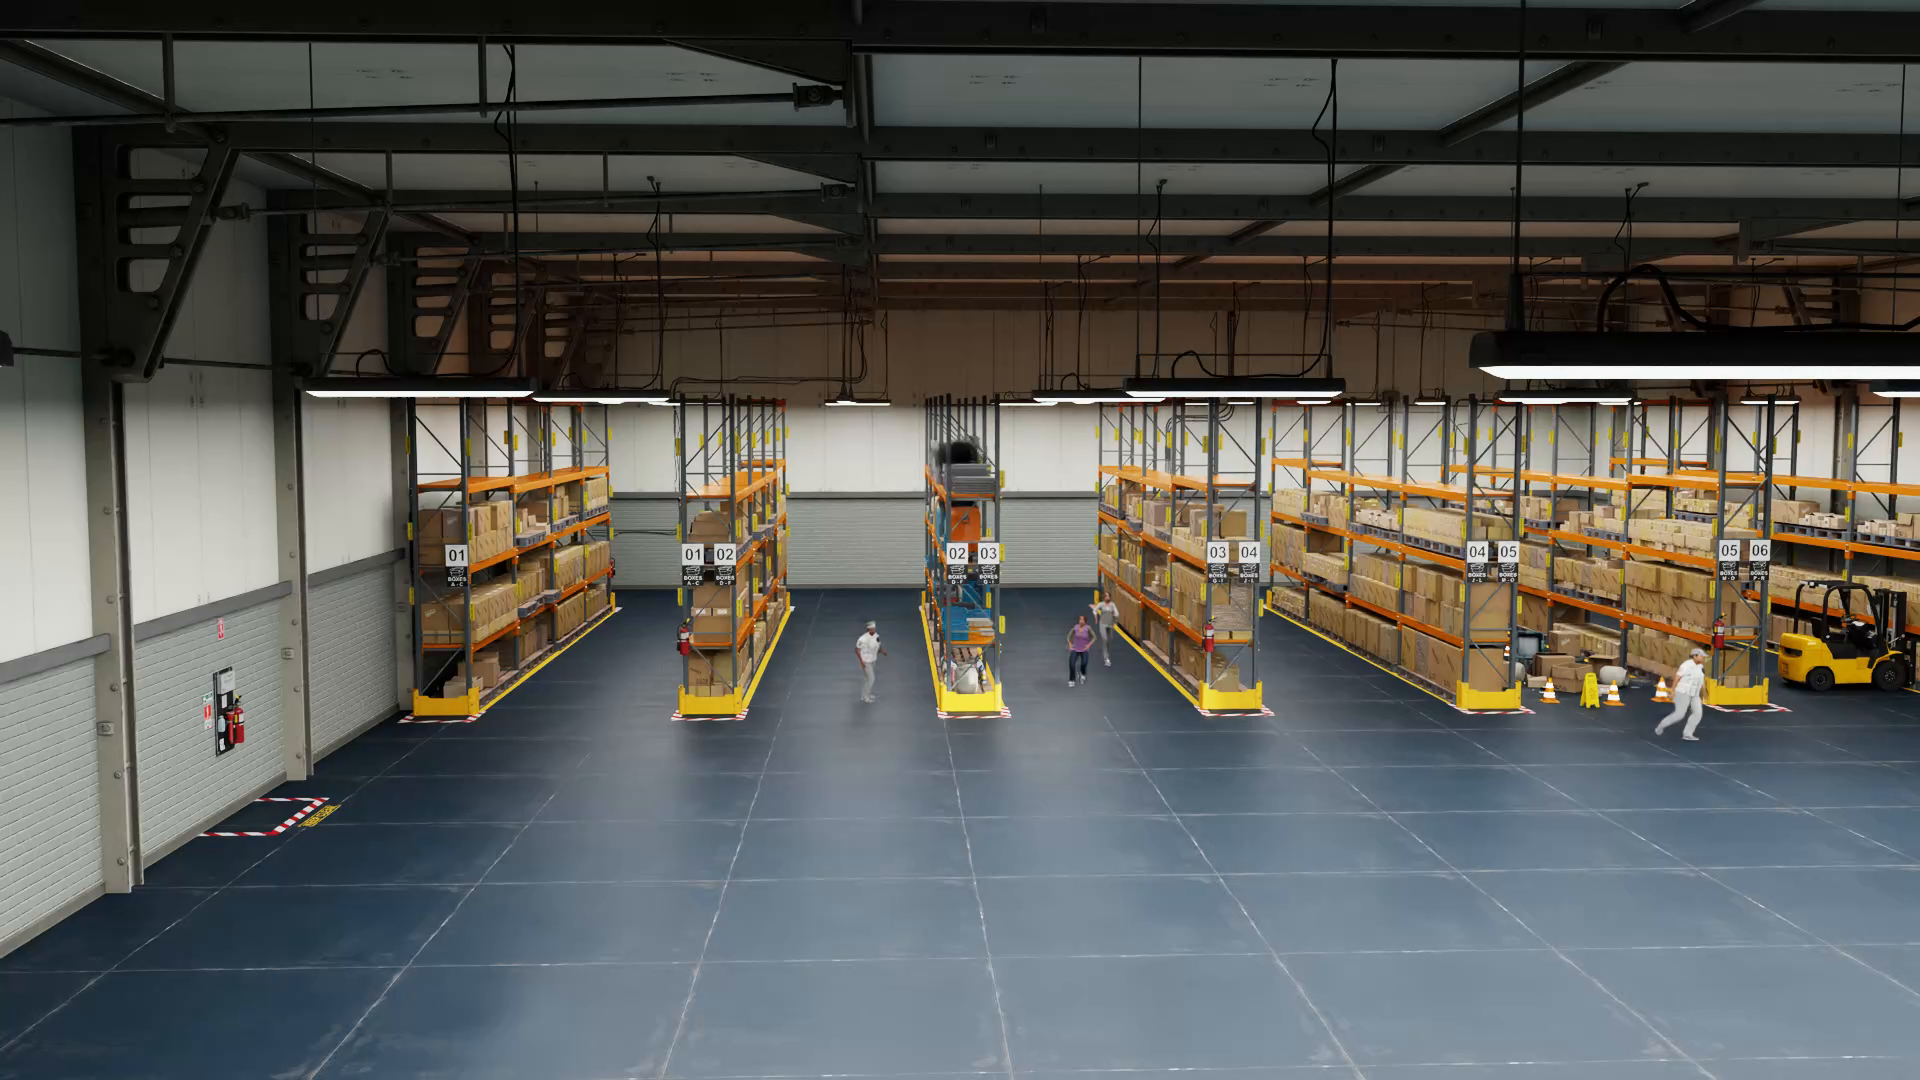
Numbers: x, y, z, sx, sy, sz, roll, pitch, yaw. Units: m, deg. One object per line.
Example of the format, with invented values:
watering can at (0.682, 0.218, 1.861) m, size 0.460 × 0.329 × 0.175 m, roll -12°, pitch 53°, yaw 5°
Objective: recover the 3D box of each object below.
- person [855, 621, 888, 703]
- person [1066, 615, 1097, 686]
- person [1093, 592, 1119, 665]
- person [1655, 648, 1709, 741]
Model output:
person at (-1.739, 2.372, 32.540) m, size 0.770 × 1.626 × 0.627 m, roll 3°, pitch 5°, yaw 31°
person at (2.495, 2.281, 34.205) m, size 0.624 × 1.512 × 0.538 m, roll 0°, pitch 5°, yaw 4°
person at (3.291, 1.955, 37.311) m, size 0.519 × 1.603 × 0.862 m, roll -1°, pitch 5°, yaw -12°
person at (12.517, 2.648, 28.763) m, size 0.667 × 1.604 × 0.714 m, roll -3°, pitch 5°, yaw -31°
